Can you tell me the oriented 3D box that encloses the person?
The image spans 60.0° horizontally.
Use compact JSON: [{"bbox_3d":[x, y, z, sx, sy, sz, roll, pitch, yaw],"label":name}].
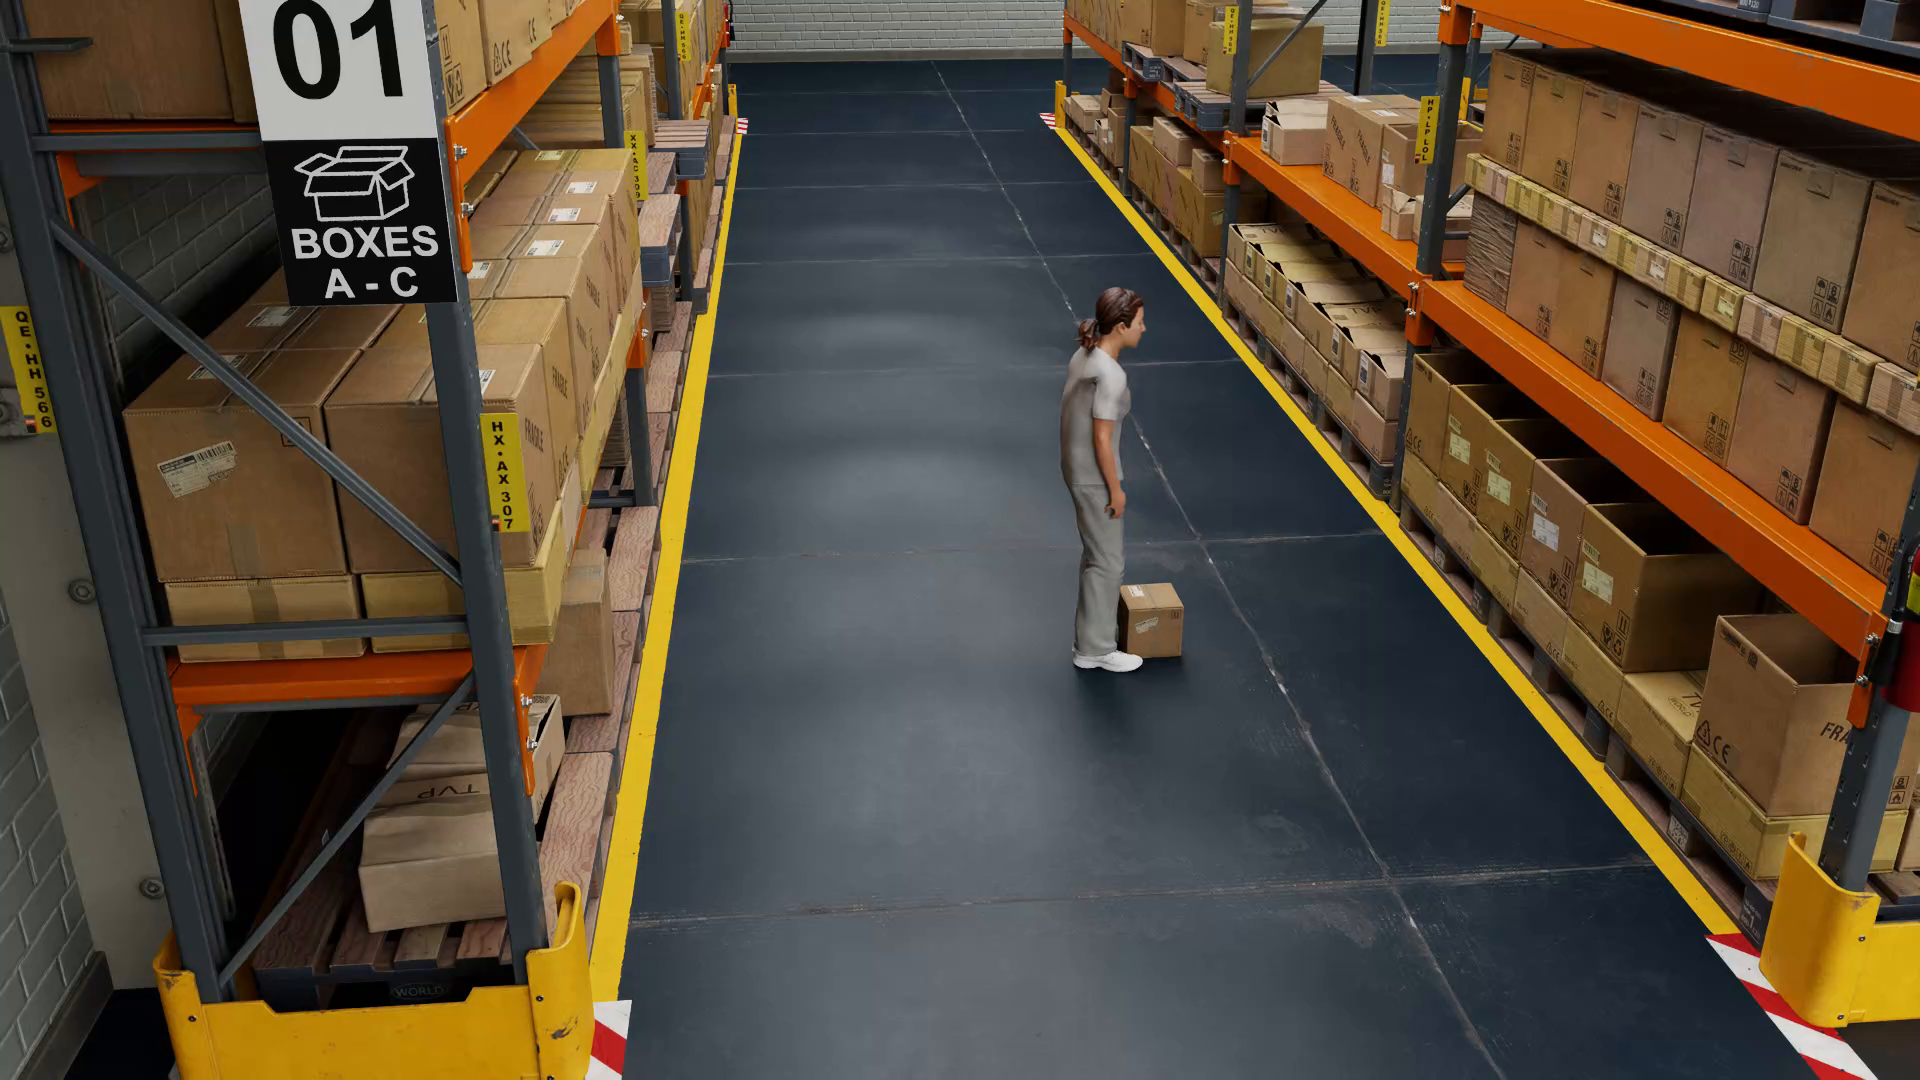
[{"bbox_3d":[0.638,-0.273,7.220,0.404,1.673,0.492,-2,24,-5],"label":"person"}]
